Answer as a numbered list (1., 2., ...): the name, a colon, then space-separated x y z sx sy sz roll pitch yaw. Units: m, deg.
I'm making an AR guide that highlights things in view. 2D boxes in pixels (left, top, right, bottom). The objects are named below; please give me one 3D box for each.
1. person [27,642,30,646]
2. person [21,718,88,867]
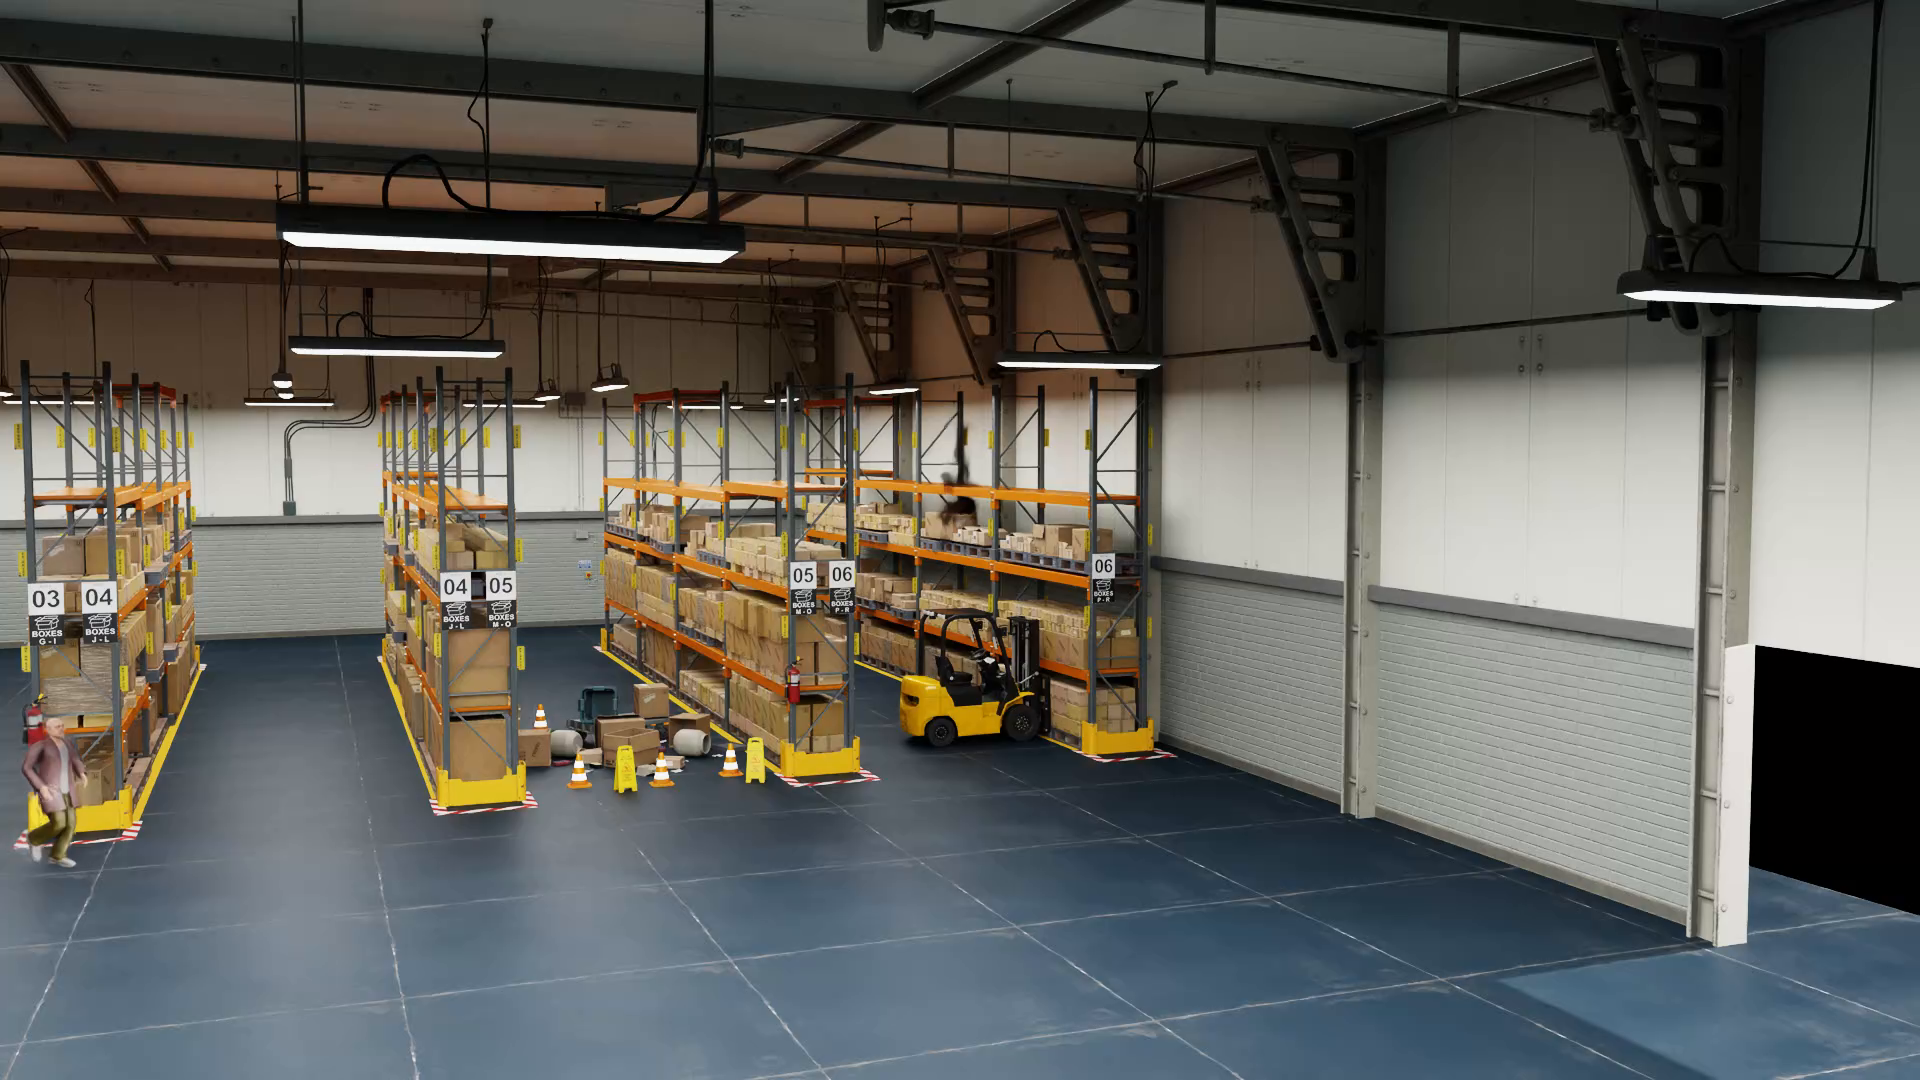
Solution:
1. person: -16.661 2.321 30.332 0.673 1.768 0.733 -2 4 -24
2. person: -10.666 2.959 19.579 0.632 1.753 0.732 1 4 20
